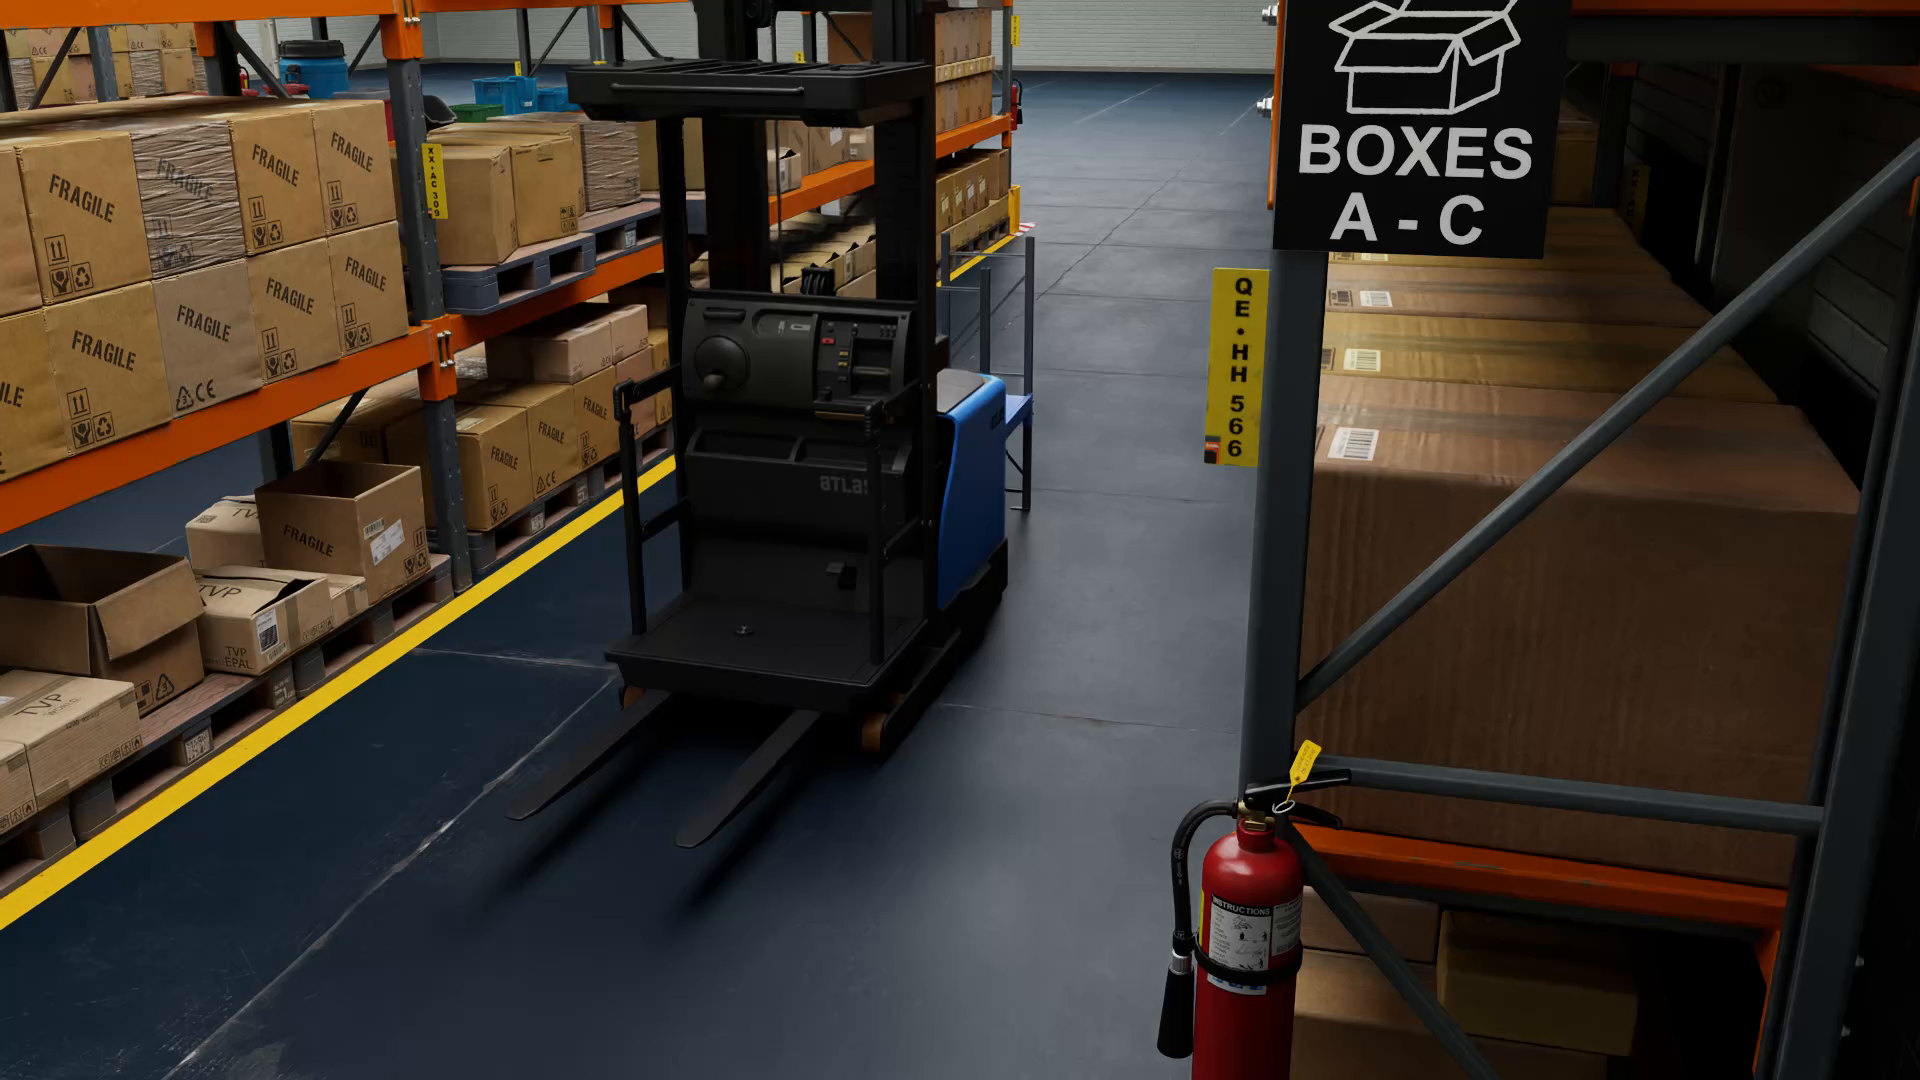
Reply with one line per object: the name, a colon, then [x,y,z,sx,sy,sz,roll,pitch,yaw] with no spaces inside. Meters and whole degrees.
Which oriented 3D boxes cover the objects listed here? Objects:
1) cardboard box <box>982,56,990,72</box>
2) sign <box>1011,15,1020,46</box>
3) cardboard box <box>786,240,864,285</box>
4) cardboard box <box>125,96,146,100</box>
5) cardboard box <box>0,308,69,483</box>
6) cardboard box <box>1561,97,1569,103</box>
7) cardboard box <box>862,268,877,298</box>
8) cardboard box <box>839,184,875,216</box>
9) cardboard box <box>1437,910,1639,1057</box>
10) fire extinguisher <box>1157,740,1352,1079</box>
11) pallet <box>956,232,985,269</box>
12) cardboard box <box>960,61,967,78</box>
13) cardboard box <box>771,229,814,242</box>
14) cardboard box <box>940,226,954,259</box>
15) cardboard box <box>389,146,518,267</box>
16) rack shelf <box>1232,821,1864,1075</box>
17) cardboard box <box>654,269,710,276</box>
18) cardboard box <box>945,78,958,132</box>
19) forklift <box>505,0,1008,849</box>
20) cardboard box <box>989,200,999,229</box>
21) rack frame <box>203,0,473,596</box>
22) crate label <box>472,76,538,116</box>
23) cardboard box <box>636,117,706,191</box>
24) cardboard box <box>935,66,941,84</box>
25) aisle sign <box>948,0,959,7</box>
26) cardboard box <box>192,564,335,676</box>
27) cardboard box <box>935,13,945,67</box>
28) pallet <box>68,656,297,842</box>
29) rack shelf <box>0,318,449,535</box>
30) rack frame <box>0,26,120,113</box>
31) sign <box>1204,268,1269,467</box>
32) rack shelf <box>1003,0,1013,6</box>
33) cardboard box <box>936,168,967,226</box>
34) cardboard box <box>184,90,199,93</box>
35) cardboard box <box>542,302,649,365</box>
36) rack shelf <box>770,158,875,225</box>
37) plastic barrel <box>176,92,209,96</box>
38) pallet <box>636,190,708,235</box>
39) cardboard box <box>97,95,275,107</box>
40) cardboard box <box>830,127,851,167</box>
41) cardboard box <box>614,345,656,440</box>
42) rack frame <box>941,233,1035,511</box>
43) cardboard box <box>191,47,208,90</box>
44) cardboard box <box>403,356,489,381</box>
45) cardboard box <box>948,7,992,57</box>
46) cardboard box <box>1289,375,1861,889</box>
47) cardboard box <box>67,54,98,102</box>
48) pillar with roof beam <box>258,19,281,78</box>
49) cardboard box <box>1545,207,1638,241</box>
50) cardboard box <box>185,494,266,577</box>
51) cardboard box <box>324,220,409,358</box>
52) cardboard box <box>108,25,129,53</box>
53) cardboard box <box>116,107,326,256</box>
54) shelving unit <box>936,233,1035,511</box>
cardboard box: [0.111,-5.112,17.857,0.380,0.149,0.250,5,20,15]
sign: [0.605,-5.588,18.249,0.100,0.325,0.005,5,19,13]
cardboard box: [-1.088,-2.258,13.394,0.500,0.311,0.500,4,19,13]
cardboard box: [-9.657,-5.056,19.237,0.380,0.149,0.250,5,19,13]
cardboard box: [-3.217,-0.445,5.195,0.500,0.500,0.500,5,19,13]
cardboard box: [2.814,-2.145,8.520,0.500,0.250,0.500,4,19,12]
cardboard box: [-0.966,-2.147,13.938,0.500,0.250,0.500,5,20,15]
cardboard box: [-0.861,-3.292,16.130,0.500,0.500,0.500,5,19,13]
cardboard box: [1.214,0.935,3.524,0.380,0.149,0.250,5,19,14]
fire extinguisher: [0.493,0.654,2.830,0.296,0.674,0.183,5,19,13]
pallet: [-0.365,-3.031,17.236,1.003,0.211,1.213,5,19,13]
cardboard box: [-0.142,-4.789,16.909,0.380,0.149,0.250,5,20,15]
cardboard box: [-1.491,-2.456,13.973,0.500,0.311,0.500,4,19,12]
cardboard box: [-0.361,-2.897,16.132,0.500,0.250,0.500,5,19,13]
cardboard box: [-2.517,-1.591,7.900,0.700,0.500,0.500,-2,19,-5]
rack shelf: [1.466,0.143,4.740,1.077,0.370,4.000,5,19,13]
cardboard box: [-1.984,-1.814,12.095,0.500,0.311,0.500,5,20,15]
cardboard box: [-0.420,-4.392,16.750,0.700,0.500,0.500,5,20,15]
forklift: [-0.703,-0.716,6.248,1.130,2.935,3.031,6,20,16]
cardboard box: [0.127,-3.524,17.967,0.500,0.250,0.500,5,19,13]
rack frame: [-2.850,-1.214,7.601,1.000,3.000,0.127,5,19,13]
crate label: [-4.908,-4.786,18.004,0.502,0.435,0.616,5,19,13]
cardboard box: [-1.917,-2.507,10.584,0.700,0.500,0.500,-2,19,-5]
cardboard box: [-0.394,-4.465,15.961,0.380,0.149,0.250,4,19,12]
aisle sign: [-0.199,-6.250,18.324,0.394,0.787,0.004,5,19,13]
cardboard box: [-2.897,0.286,6.688,0.500,0.311,0.500,5,19,13]
cardboard box: [-0.548,-4.838,16.048,0.700,0.500,0.500,5,19,13]
pallet: [-3.315,0.704,6.299,1.003,0.211,1.213,5,19,13]
rack shelf: [-3.339,-0.247,5.882,1.077,0.370,4.000,5,19,13]
rack frame: [-6.675,-2.860,12.420,1.000,3.000,0.127,5,19,13]
sign: [0.454,-0.277,2.701,0.100,0.325,0.005,5,19,13]
rack shelf: [-0.407,-5.427,16.409,1.077,0.370,4.000,5,19,13]
cardboard box: [-0.234,-3.408,16.468,0.500,0.500,0.500,5,19,13]
cardboard box: [-9.466,-5.373,20.167,0.380,0.149,0.250,5,19,13]
cardboard box: [-2.129,-1.197,9.578,0.500,0.250,0.500,4,19,12]
rack shelf: [-1.384,-2.754,13.223,1.077,0.370,4.000,5,19,13]
plastic barrel: [-6.429,-3.530,14.171,0.433,0.535,0.433,0,19,0]
pallet: [-1.970,-2.159,10.664,1.213,0.211,1.003,5,19,13]
cardboard box: [-3.238,-1.609,7.056,0.500,0.500,0.500,5,20,15]
cardboard box: [-1.228,-3.364,13.742,0.500,0.500,0.500,6,20,17]
cardboard box: [-2.123,-0.854,9.734,0.500,0.500,0.500,4,19,11]
rack frame: [0.145,-0.896,8.990,0.500,1.500,0.032,5,19,13]
cardboard box: [-9.684,-5.777,20.344,0.875,0.500,0.500,5,19,13]
cardboard box: [-2.756,-0.728,9.365,0.500,0.500,0.500,5,19,14]
cardboard box: [-0.058,-5.474,17.913,0.700,0.500,0.500,5,19,14]
cardboard box: [1.092,0.127,3.210,0.980,0.700,0.700,6,20,16]
cardboard box: [-10.150,-5.148,18.503,0.875,0.500,0.500,5,19,13]
pillar with roof beam: [-14.953,-16.806,43.970,9.100,9.000,0.400,5,19,13]
cardboard box: [1.806,-0.797,5.917,0.980,0.700,0.700,5,19,14]
cardboard box: [-3.162,-0.035,7.629,0.500,0.311,0.500,5,19,13]
cardboard box: [-2.723,-1.084,7.067,0.500,0.500,0.500,5,19,14]
cardboard box: [-9.789,-5.758,18.744,0.500,0.500,0.500,5,19,13]
cardboard box: [-2.845,-1.395,6.429,0.500,0.500,0.500,4,19,12]
shelving unit: [0.021,-0.736,8.523,0.538,1.500,1.048,5,19,13]
